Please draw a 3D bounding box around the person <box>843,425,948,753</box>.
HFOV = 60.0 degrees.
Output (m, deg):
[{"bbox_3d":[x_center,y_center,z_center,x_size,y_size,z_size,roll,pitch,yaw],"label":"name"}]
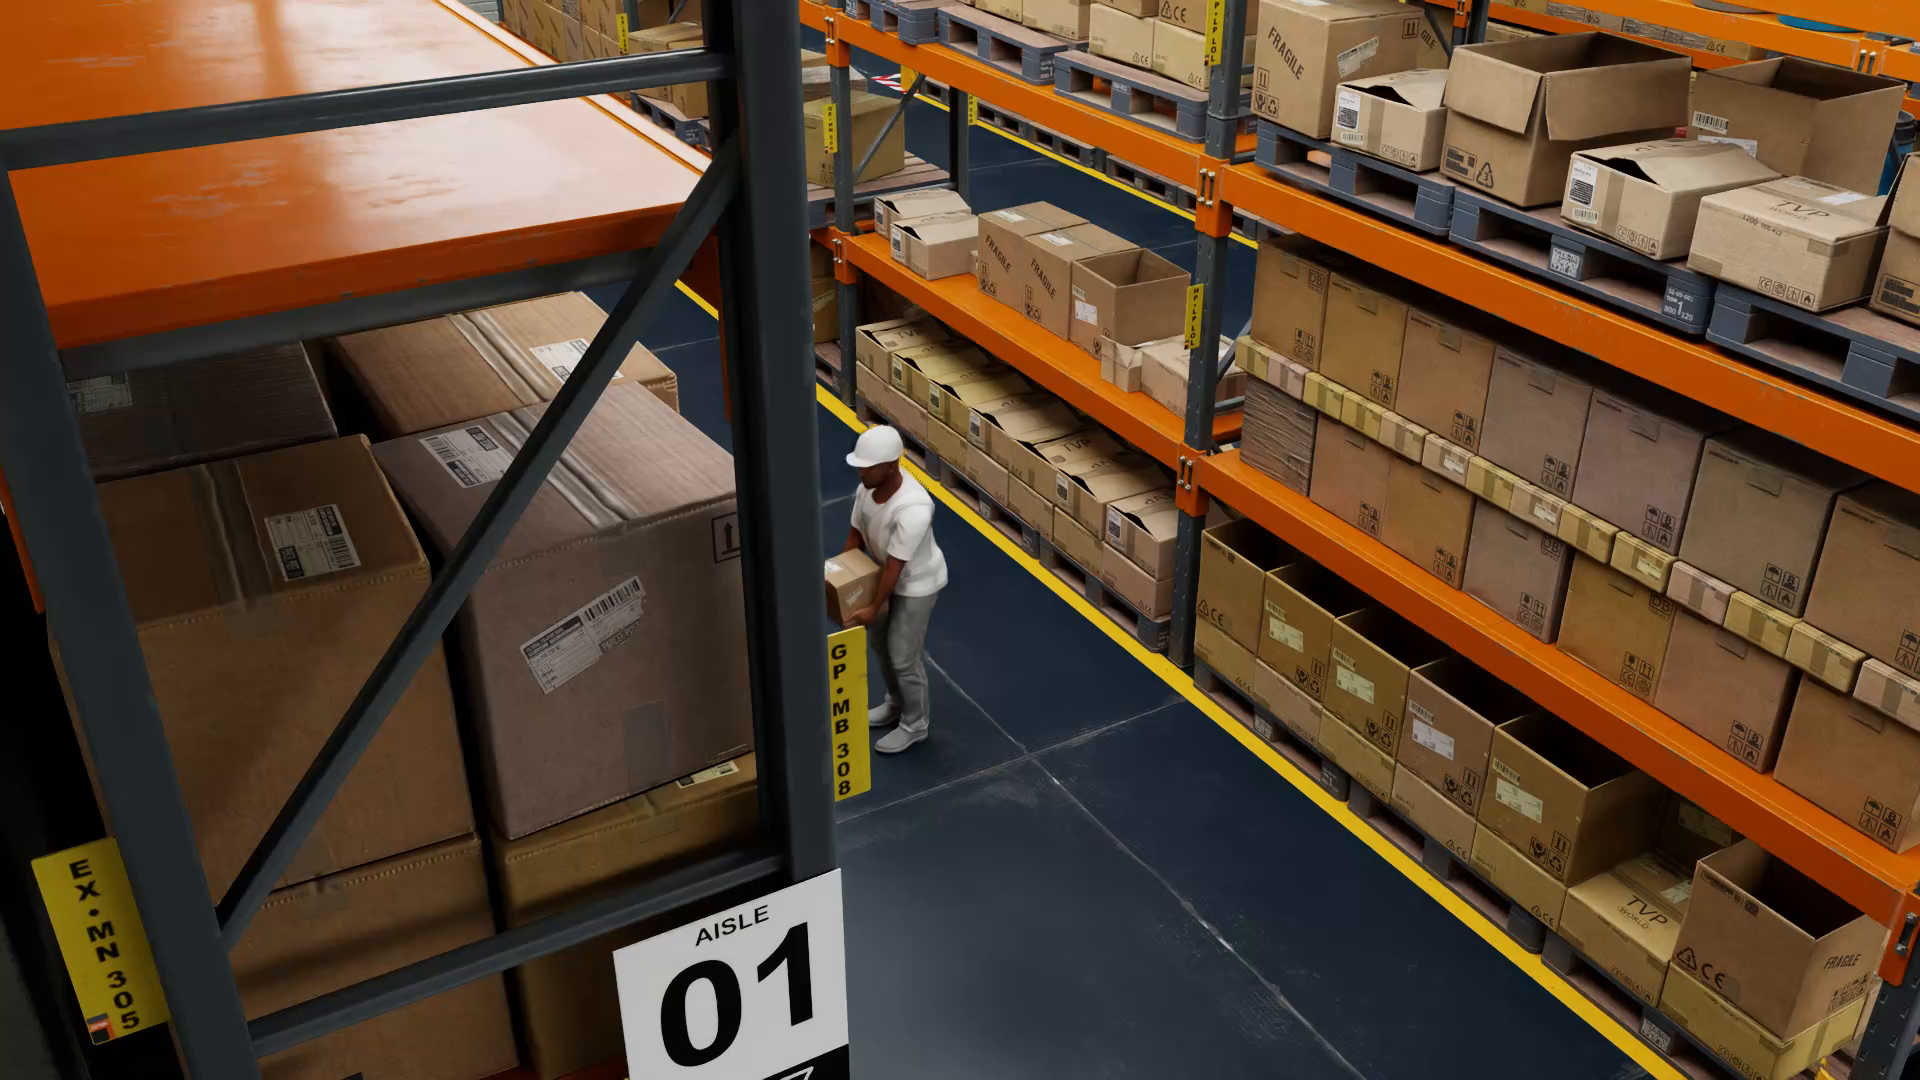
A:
[{"bbox_3d":[-0.360,0.240,8.123,0.592,1.746,0.501,-16,33,-27],"label":"person"}]
